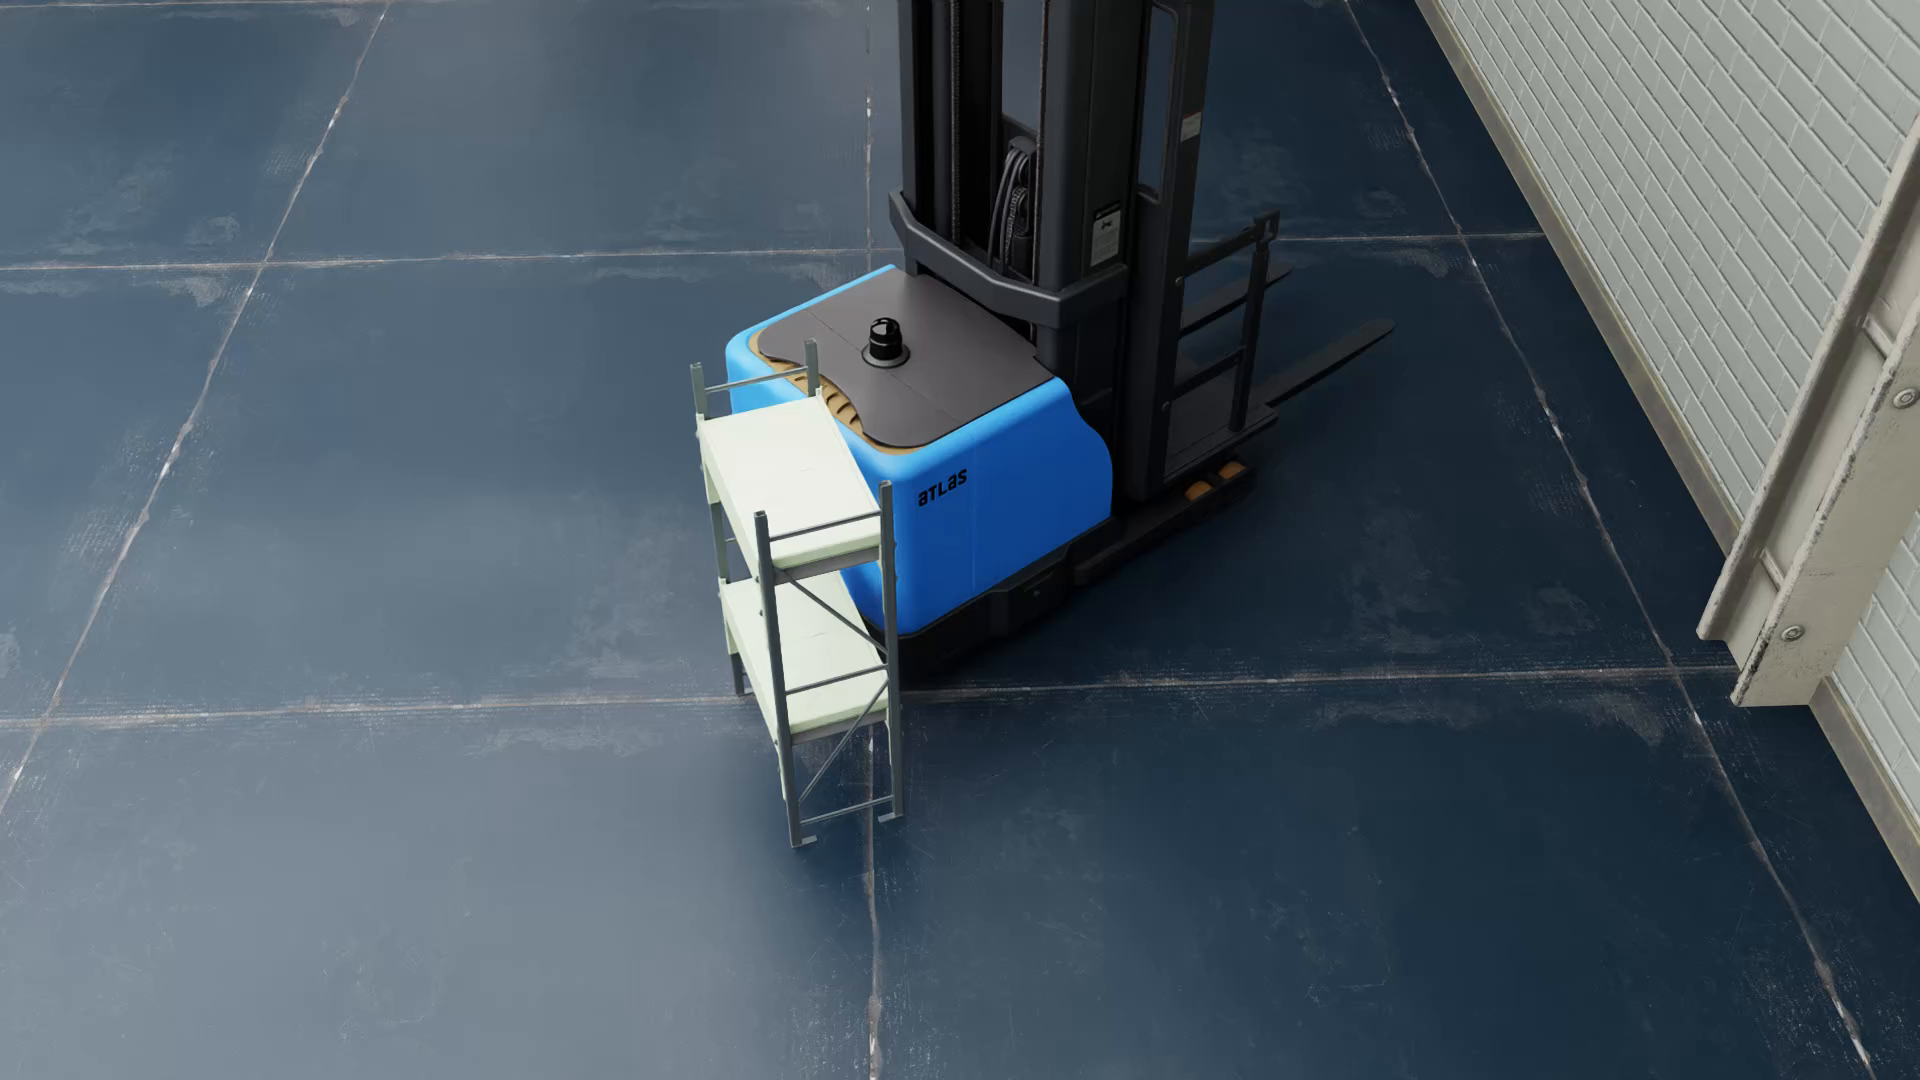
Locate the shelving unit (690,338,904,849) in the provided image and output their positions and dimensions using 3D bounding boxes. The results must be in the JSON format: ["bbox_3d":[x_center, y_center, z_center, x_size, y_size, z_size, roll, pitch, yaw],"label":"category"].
[{"bbox_3d":[-0.511,0.204,5.417,0.431,1.500,0.755,-14,44,-15],"label":"shelving unit"}]

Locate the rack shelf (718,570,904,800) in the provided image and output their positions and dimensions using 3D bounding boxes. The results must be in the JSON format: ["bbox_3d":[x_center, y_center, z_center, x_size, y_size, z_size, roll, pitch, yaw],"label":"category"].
[{"bbox_3d":[-0.511,0.444,5.637,0.431,0.370,0.720,-14,44,-15],"label":"rack shelf"}]

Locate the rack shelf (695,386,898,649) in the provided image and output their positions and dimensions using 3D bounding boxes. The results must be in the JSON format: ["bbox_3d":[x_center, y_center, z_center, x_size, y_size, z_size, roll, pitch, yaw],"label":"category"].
[{"bbox_3d":[-0.512,-0.084,5.153,0.431,0.370,0.720,-14,44,-15],"label":"rack shelf"}]

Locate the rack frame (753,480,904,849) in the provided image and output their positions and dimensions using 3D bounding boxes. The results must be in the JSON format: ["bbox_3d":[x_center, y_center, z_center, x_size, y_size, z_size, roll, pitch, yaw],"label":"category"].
[{"bbox_3d":[-0.383,0.436,5.165,0.400,1.500,0.023,-14,44,-15],"label":"rack frame"}]

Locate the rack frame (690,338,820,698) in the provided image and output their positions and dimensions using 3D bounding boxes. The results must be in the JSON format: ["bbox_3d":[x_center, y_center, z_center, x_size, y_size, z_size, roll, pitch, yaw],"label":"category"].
[{"bbox_3d":[-0.640,-0.027,5.670,0.400,1.500,0.023,-14,44,-15],"label":"rack frame"}]

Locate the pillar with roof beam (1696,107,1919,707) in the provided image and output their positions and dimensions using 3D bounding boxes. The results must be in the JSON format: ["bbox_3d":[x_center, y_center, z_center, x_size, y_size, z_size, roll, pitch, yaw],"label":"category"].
[{"bbox_3d":[-1.318,-2.723,3.061,9.100,9.000,0.400,-2,43,-2],"label":"pillar with roof beam"}]

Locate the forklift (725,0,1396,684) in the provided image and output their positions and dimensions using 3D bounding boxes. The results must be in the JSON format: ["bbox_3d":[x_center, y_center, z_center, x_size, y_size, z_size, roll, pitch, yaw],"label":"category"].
[{"bbox_3d":[0.594,-1.403,6.111,3.031,2.935,1.130,-30,50,-28],"label":"forklift"}]
